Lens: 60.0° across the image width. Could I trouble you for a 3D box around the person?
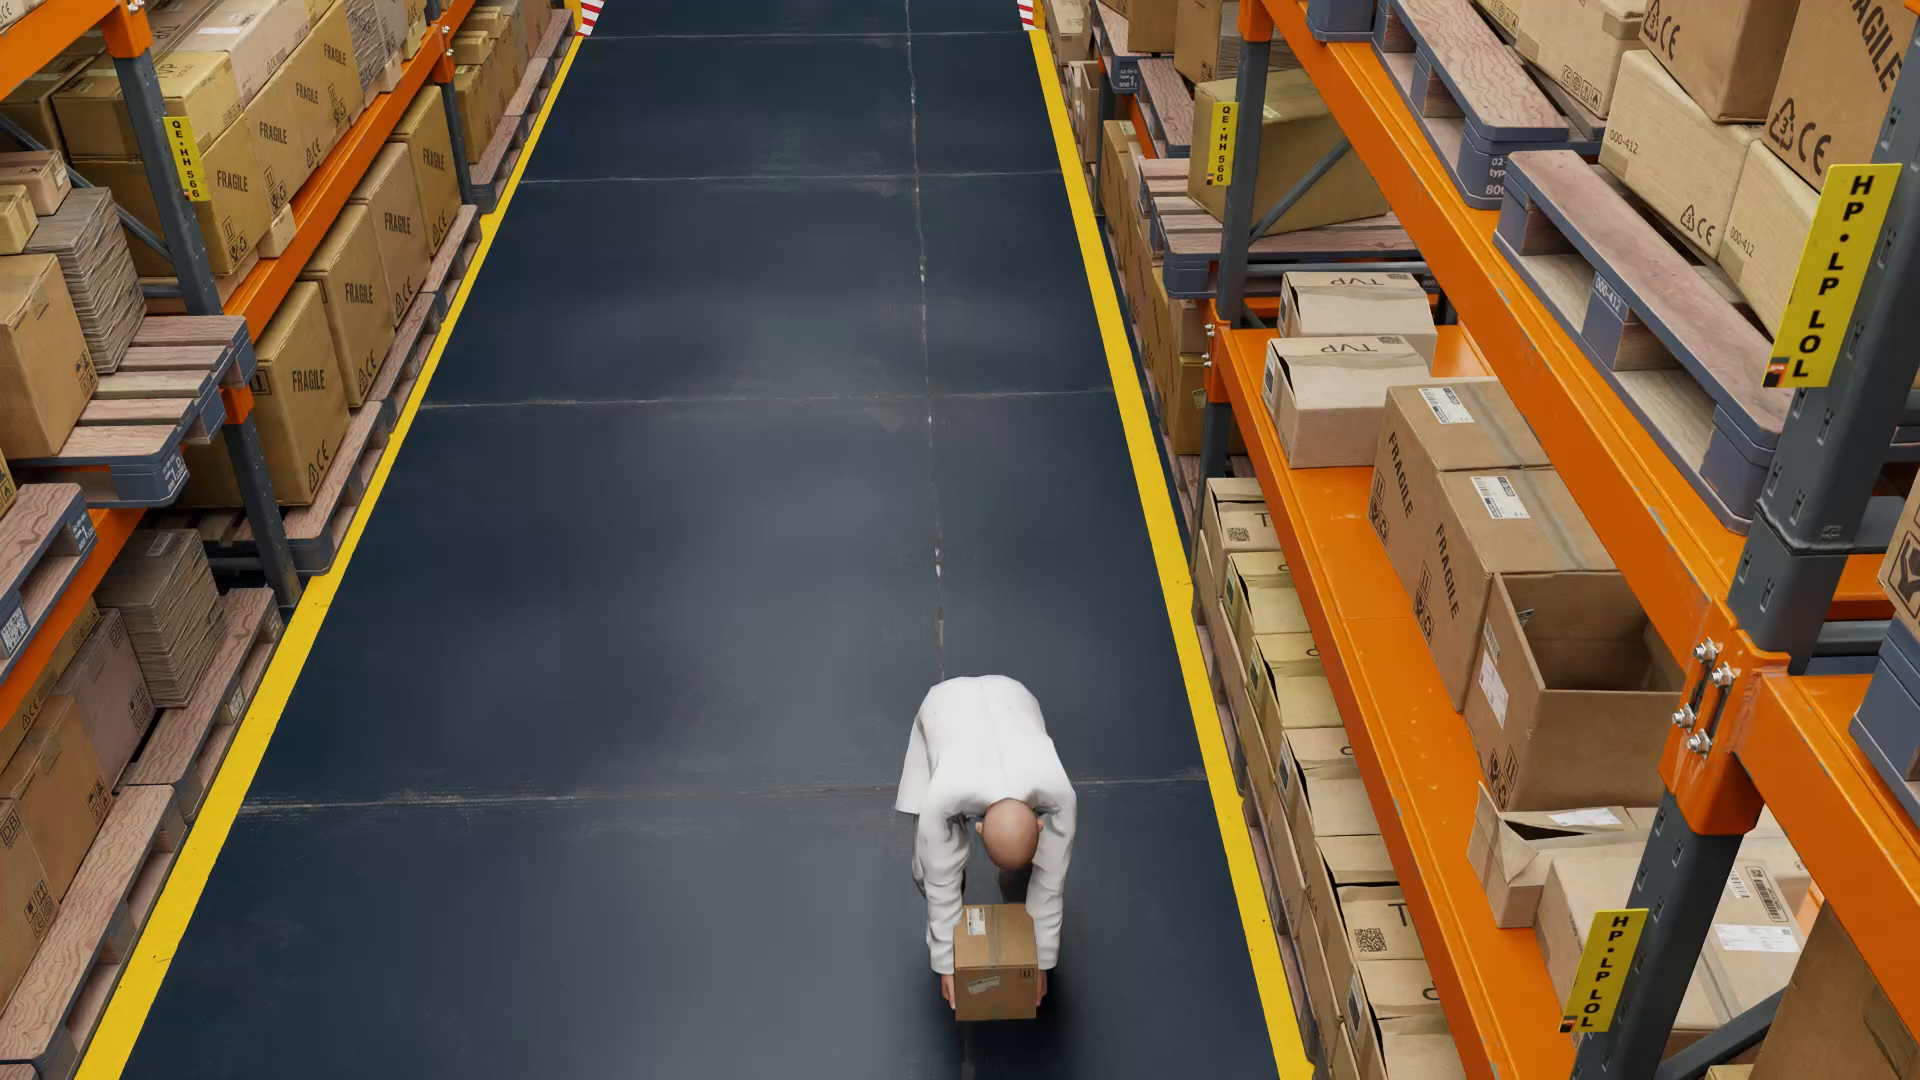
[{"bbox_3d":[0.094,0.992,5.368,0.593,1.048,0.942,-3,35,-4],"label":"person"}]
